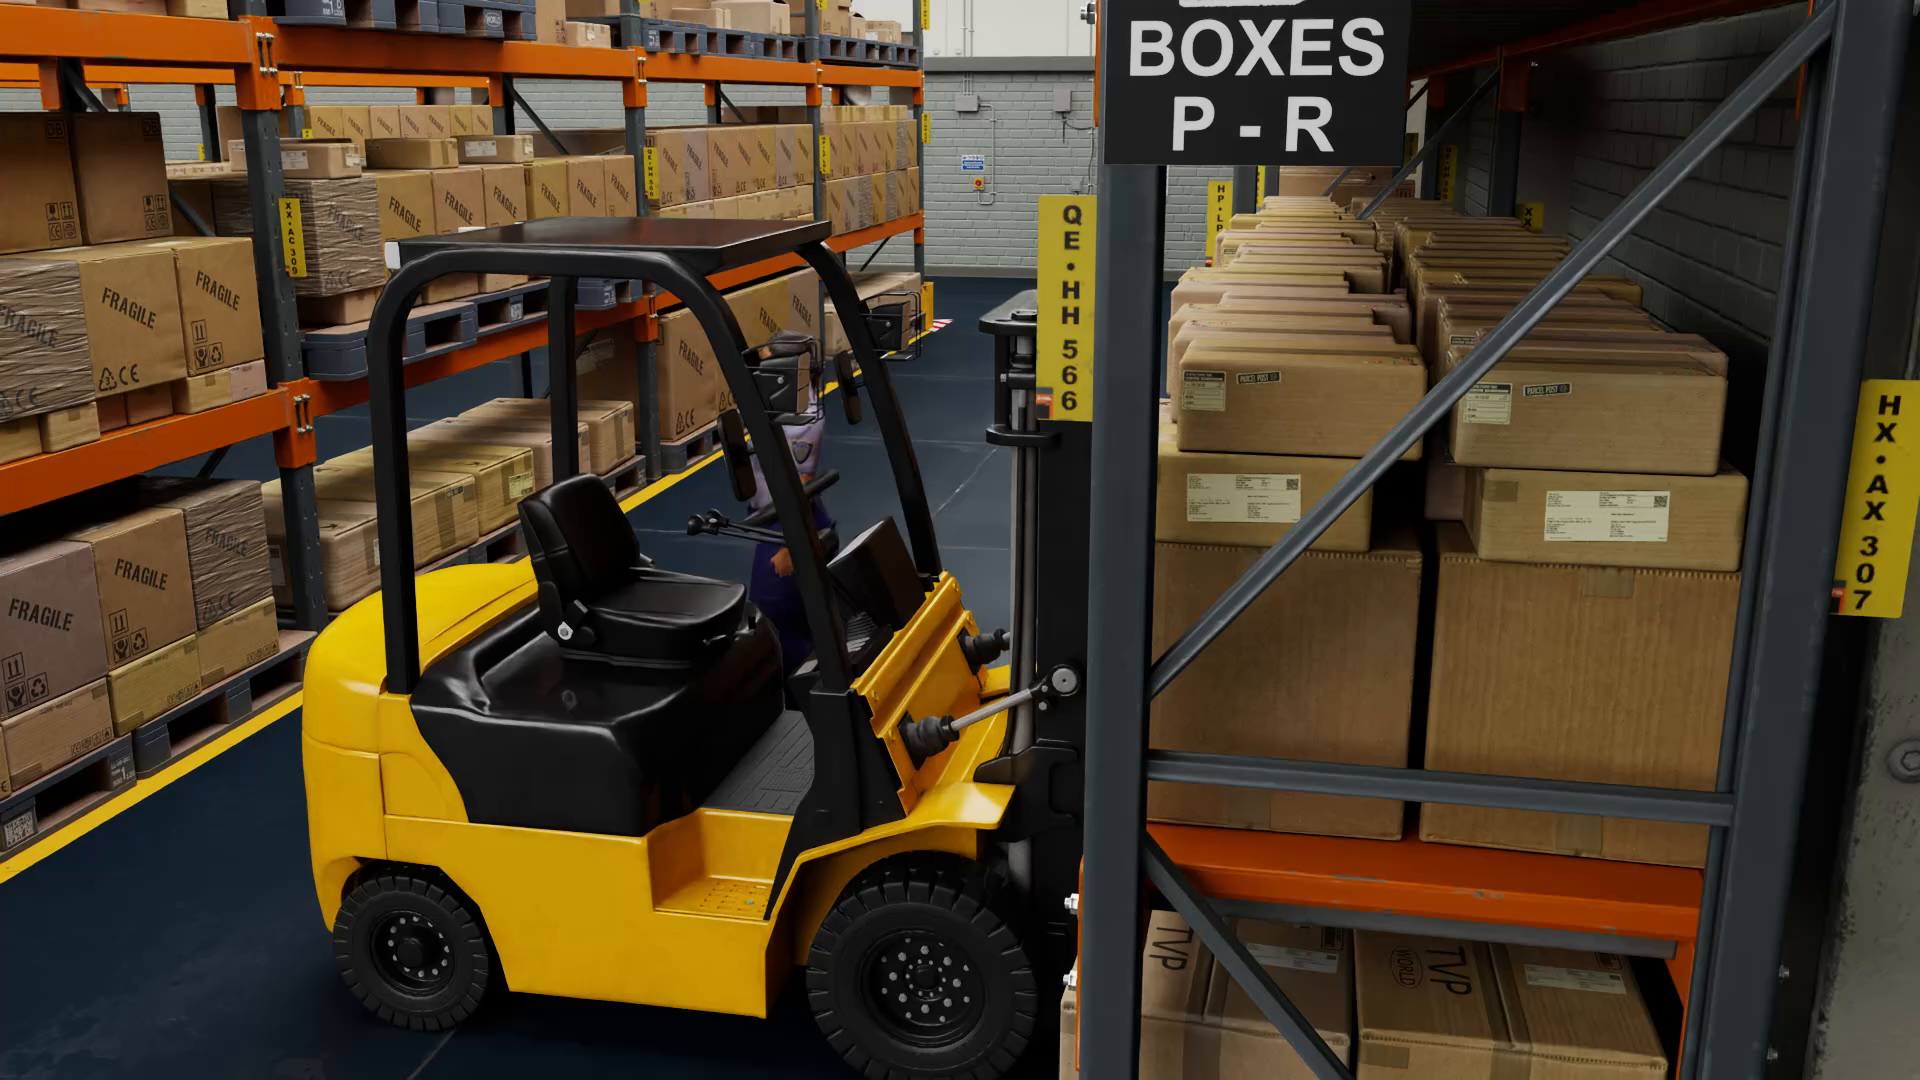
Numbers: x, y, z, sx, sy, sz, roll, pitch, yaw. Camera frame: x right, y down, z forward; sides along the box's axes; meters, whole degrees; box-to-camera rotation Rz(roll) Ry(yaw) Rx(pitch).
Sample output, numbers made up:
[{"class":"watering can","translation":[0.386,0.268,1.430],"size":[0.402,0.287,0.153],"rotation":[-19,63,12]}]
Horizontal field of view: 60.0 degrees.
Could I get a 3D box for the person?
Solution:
[{"class":"person","translation":[-0.659,0.016,6.479],"size":[0.467,1.668,0.493],"rotation":[-2,15,-9]}]
